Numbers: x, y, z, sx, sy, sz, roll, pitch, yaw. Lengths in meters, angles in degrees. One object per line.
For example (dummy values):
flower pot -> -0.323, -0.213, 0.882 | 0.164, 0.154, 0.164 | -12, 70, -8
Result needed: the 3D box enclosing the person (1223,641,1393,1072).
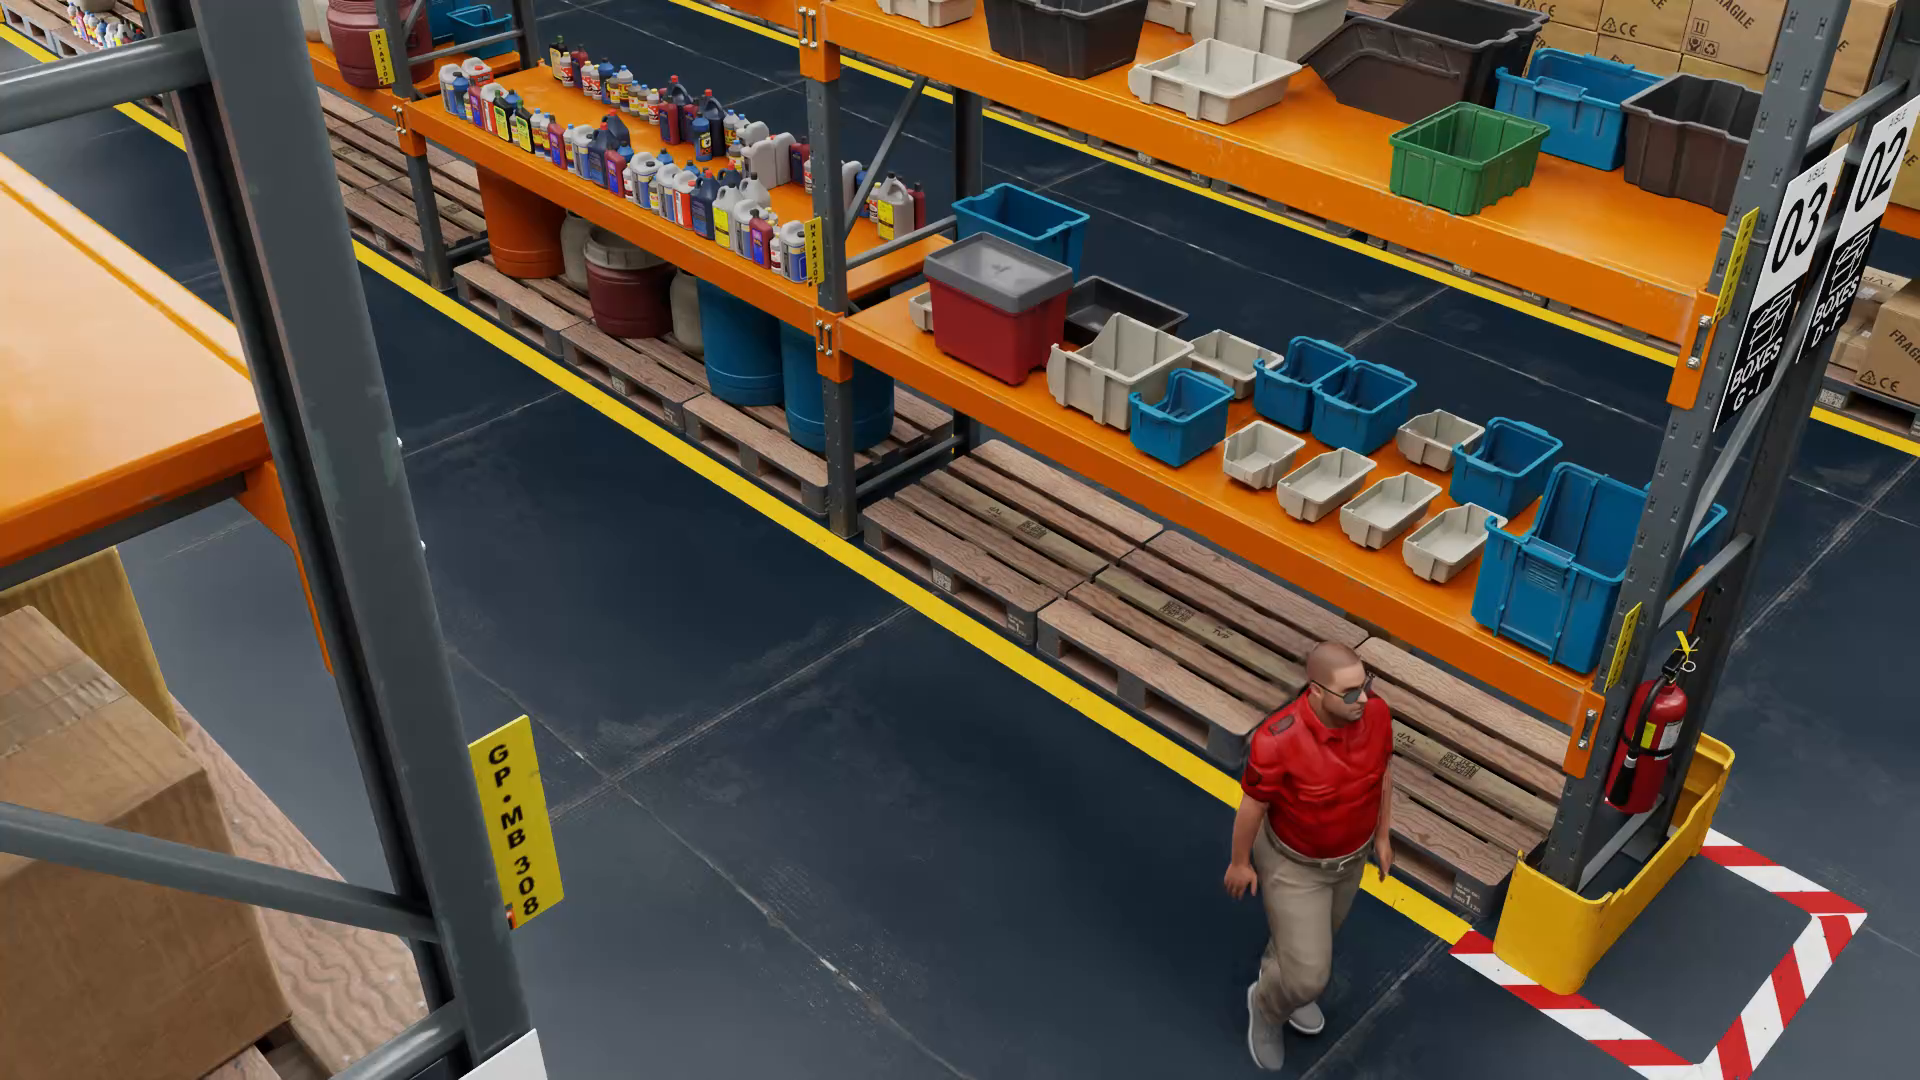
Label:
person -> 1.219, 1.104, 5.620 | 0.578, 1.786, 0.487 | -18, 39, -24
